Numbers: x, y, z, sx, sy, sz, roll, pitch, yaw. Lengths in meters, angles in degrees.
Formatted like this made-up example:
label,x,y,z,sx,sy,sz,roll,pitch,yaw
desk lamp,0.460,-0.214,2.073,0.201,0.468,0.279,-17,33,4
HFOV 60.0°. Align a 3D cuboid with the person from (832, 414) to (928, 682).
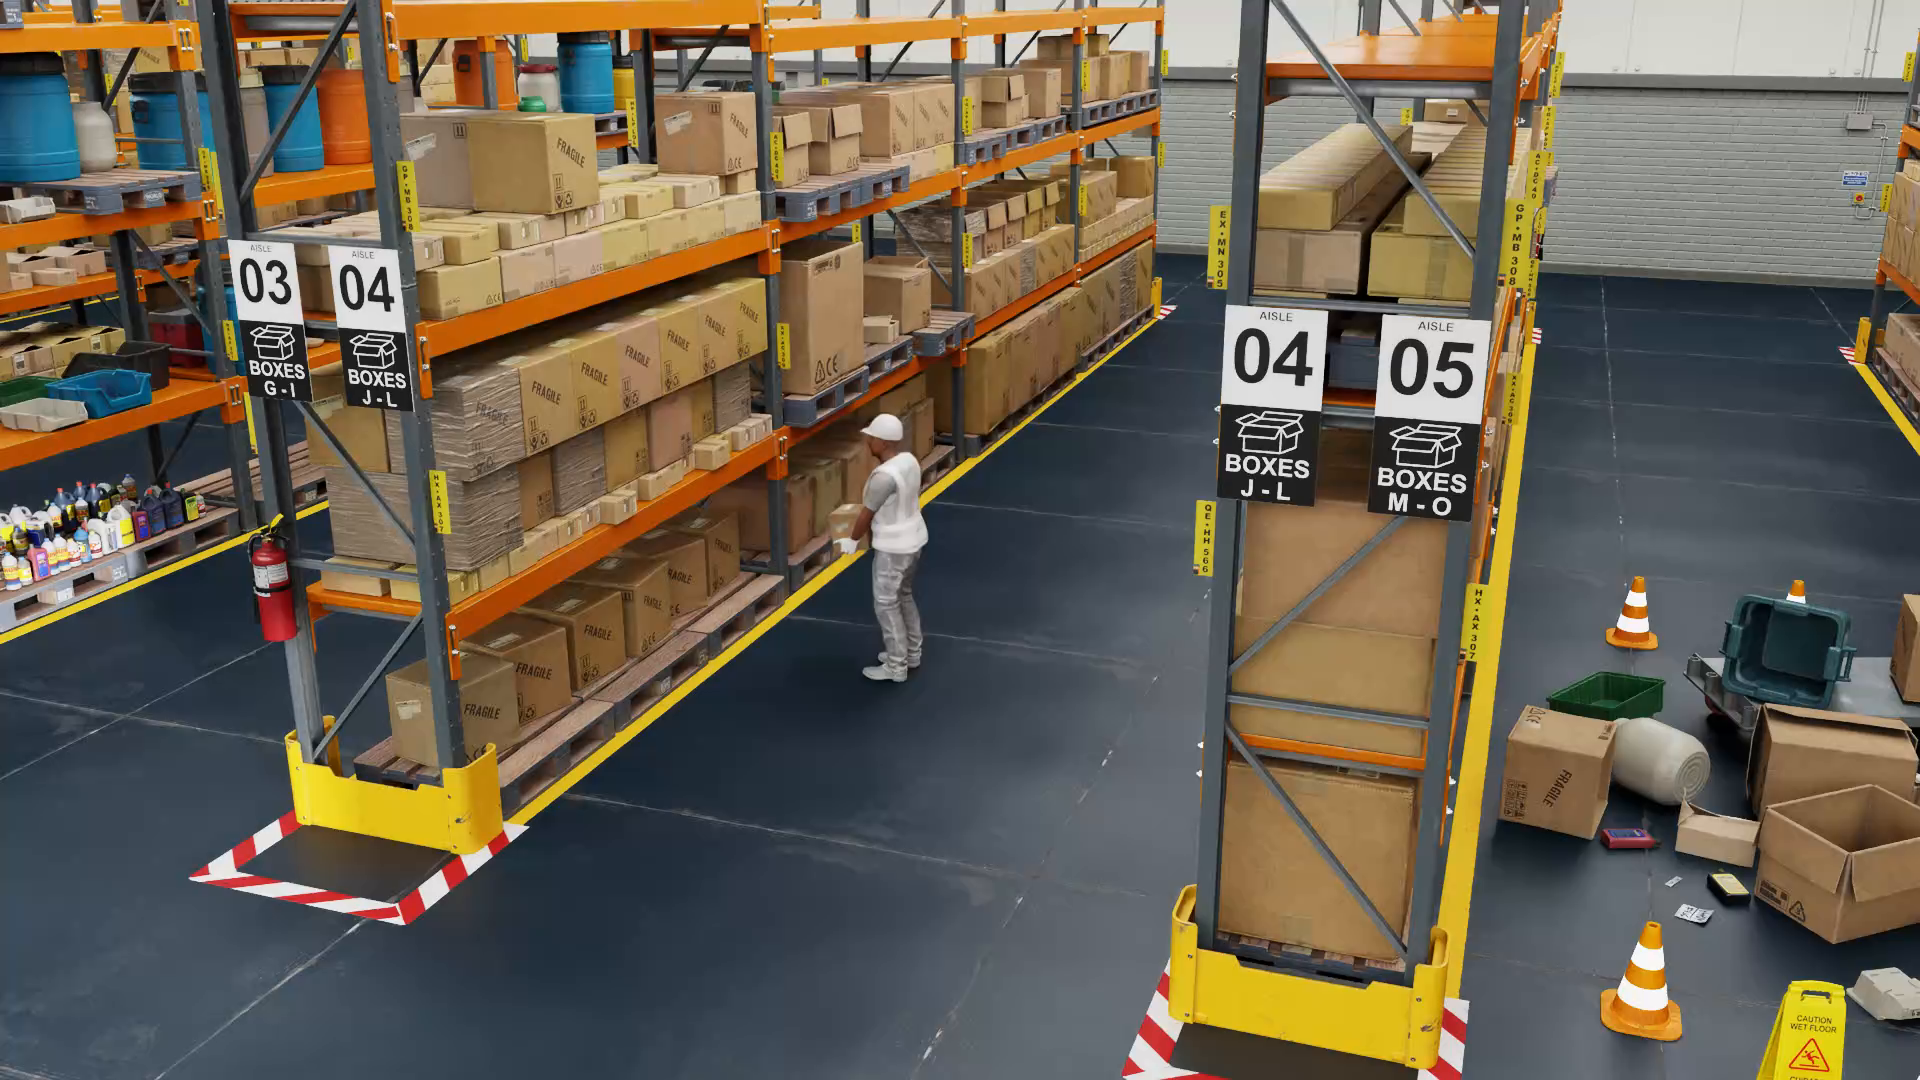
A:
label,x,y,z,sx,sy,sz,roll,pitch,yaw
person,-0.520,0.035,10.930,0.588,1.778,0.491,6,19,17
